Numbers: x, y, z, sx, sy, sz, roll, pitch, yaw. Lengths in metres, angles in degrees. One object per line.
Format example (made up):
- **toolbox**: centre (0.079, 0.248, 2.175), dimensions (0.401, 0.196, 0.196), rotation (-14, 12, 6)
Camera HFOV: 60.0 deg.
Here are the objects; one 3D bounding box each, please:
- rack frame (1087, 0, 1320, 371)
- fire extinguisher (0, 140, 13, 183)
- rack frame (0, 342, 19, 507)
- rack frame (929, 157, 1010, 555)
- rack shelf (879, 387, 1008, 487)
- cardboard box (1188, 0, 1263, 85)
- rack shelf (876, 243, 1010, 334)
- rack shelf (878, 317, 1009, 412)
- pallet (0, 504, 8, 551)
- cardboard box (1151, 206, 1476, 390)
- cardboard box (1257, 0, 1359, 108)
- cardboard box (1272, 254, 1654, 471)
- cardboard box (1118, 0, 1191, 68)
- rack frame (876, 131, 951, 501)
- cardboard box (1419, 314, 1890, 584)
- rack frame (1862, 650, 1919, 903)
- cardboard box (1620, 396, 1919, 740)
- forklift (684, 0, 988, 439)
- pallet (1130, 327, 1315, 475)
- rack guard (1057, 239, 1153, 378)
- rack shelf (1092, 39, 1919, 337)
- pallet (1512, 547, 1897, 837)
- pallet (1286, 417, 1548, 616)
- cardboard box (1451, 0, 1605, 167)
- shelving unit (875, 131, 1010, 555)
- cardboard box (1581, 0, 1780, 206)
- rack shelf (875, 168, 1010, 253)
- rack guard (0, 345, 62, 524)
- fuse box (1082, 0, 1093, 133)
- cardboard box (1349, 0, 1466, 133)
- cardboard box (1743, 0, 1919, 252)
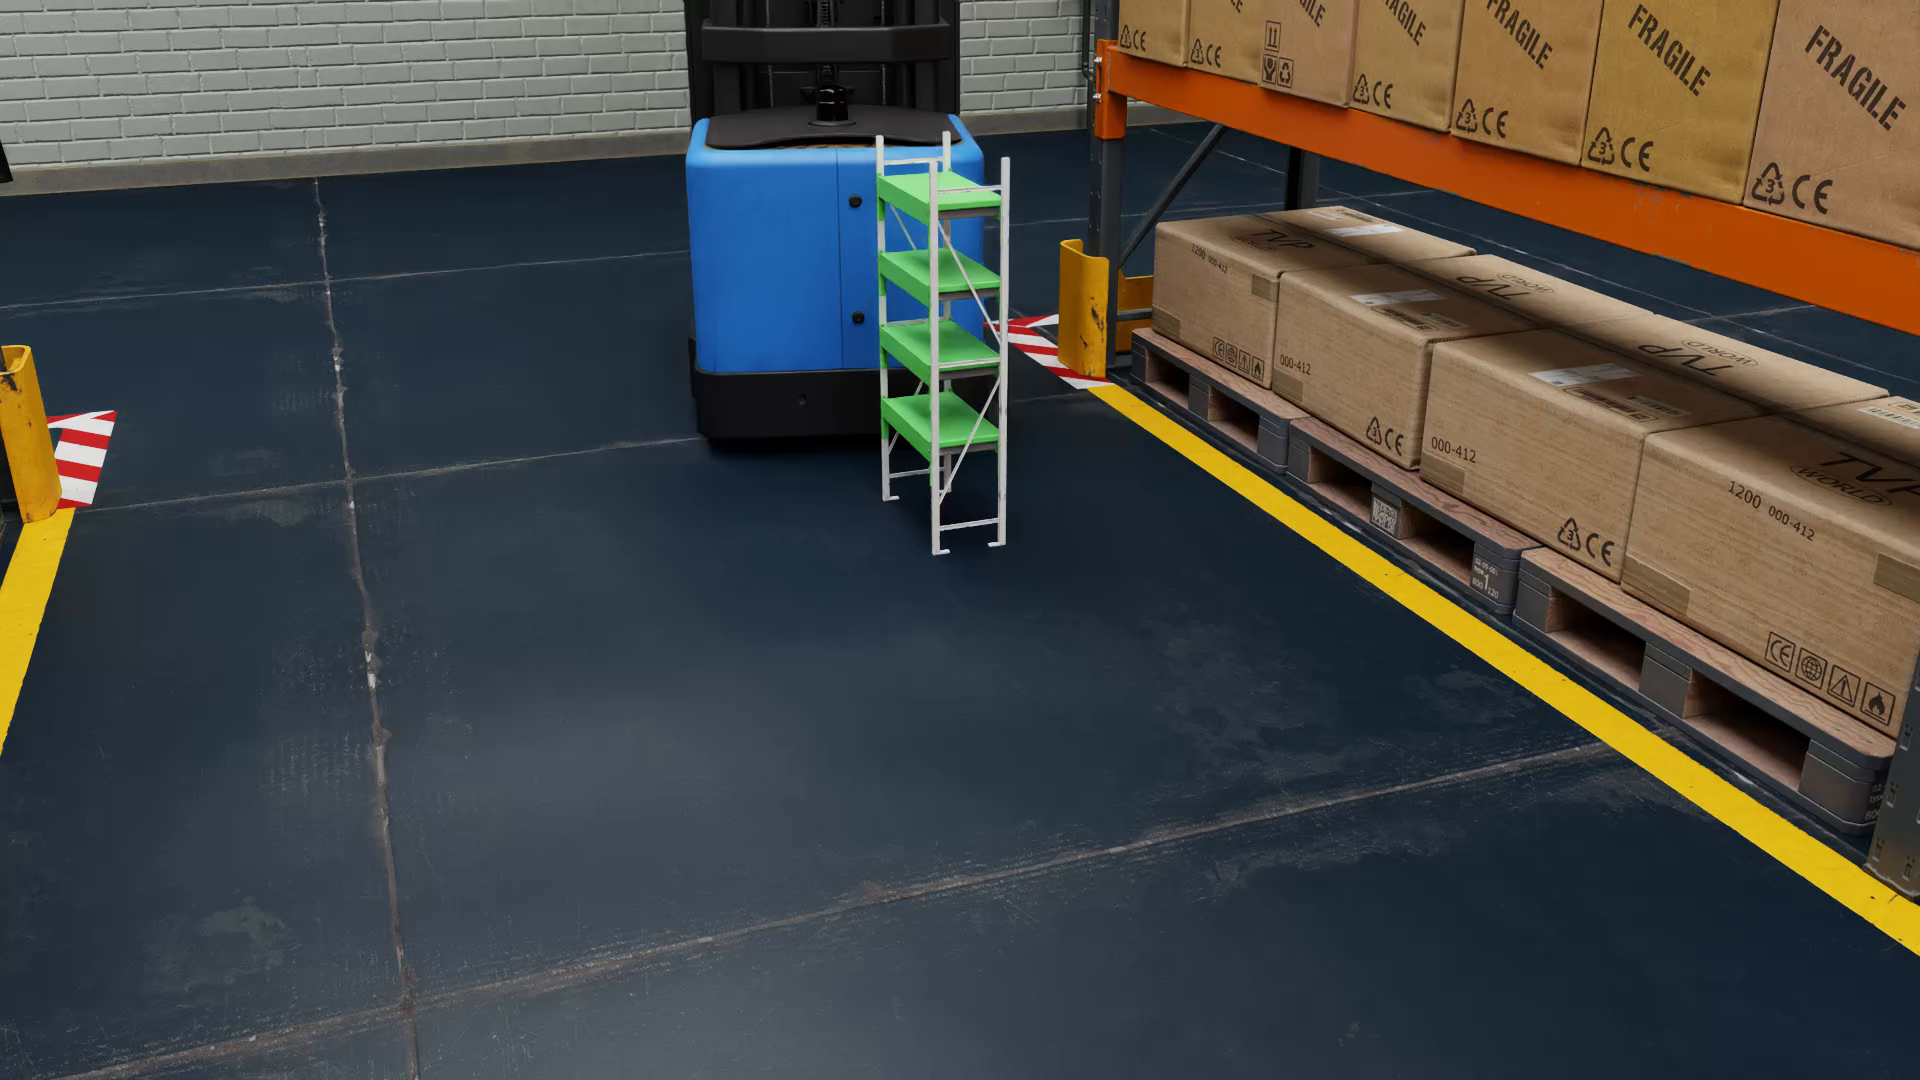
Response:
- **rack frame**: centre (1.012, -2.172, 6.542), dimensions (1.000, 3.000, 0.127), rotation (-8, 24, -19)
- **fire extinguisher**: centre (-3.241, -1.404, 5.299), dimensions (0.296, 0.674, 0.183), rotation (-8, 24, -19)
- **rack frame**: centre (-3.584, -1.457, 4.844), dimensions (1.000, 3.000, 0.127), rotation (-8, 24, -19)
- **rack frame**: centre (0.028, -0.524, 4.949), dimensions (0.240, 1.200, 0.015), rotation (-8, 24, -19)
- **rack shelf**: centre (-0.058, -0.333, 5.278), dimensions (0.258, 0.148, 0.480), rotation (-8, 24, -19)
- **cardboard box**: centre (1.117, -1.825, 5.589), dimensions (0.500, 0.500, 0.500), rotation (-9, 24, -20)
- **rack shelf**: centre (-0.058, -0.775, 5.091), dimensions (0.258, 0.148, 0.480), rotation (-8, 24, -19)
- **rack shelf**: centre (-0.058, -0.554, 5.184), dimensions (0.258, 0.148, 0.480), rotation (-8, 24, -19)
- **pallet**: centre (-3.303, 0.156, 4.608), dimensions (1.003, 0.211, 1.213), rotation (-8, 24, -19)
- **cardboard box**: centre (1.338, -0.959, 6.422), dimensions (0.875, 0.438, 0.875), rotation (-9, 25, -21)
- **cardboard box**: centre (1.280, -1.638, 5.144), dimensions (0.500, 0.500, 0.500), rotation (-8, 24, -19)
- **cardboard box**: centre (1.669, -0.628, 5.636), dimensions (0.875, 0.438, 0.875), rotation (-8, 24, -18)
- **cardboard box**: centre (0.913, -2.005, 6.016), dimensions (0.500, 0.500, 0.500), rotation (-9, 24, -19)
- **rack frame**: centre (-0.145, -0.702, 5.370), dimensions (0.240, 1.200, 0.015), rotation (-8, 24, -19)
- **cardboard box**: centre (1.986, -0.300, 4.858), dimensions (0.875, 0.438, 0.875), rotation (-9, 25, -21)
- **rack frame**: centre (2.425, -0.719, 3.094), dimensions (1.000, 3.000, 0.127), rotation (-8, 24, -19)
- **cardboard box**: centre (2.303, 0.025, 4.086), dimensions (0.875, 0.438, 0.875), rotation (-9, 24, -20)
- **forklift**: centre (-0.571, -2.246, 6.806), dimensions (1.130, 2.935, 3.031), rotation (-2, 23, -6)
- **pallet**: centre (1.367, -0.608, 6.420), dimensions (1.003, 0.211, 1.213), rotation (-8, 24, -19)
- **rack guard**: centre (1.003, -1.029, 7.049), dimensions (1.175, 0.500, 0.348), rotation (-8, 24, -19)
- **rack shelf**: centre (1.718, -1.114, 4.958), dimensions (1.077, 0.370, 4.000), rotation (-8, 24, -19)
- **pallet**: centre (2.229, 0.279, 4.317), dimensions (1.003, 0.211, 1.213), rotation (-8, 24, -19)
- **pallet**: centre (1.794, -0.165, 5.370), dimensions (1.003, 0.211, 1.213), rotation (-8, 24, -19)
- **cardboard box**: centre (1.643, -1.265, 4.262), dimensions (0.500, 0.500, 0.500), rotation (-9, 24, -20)
- **shelving unit**: centre (-0.058, -0.613, 5.160), dimensions (0.258, 1.200, 0.503), rotation (-8, 24, -19)
- **cardboard box**: centre (1.835, -1.085, 3.833), dimensions (0.500, 0.500, 0.500), rotation (-9, 24, -20)
- **rack shelf**: centre (-0.058, -0.996, 4.998), dimensions (0.258, 0.148, 0.480), rotation (-8, 24, -19)
- **rack guard**: centre (-3.557, -0.277, 5.264), dimensions (1.175, 0.500, 0.348), rotation (-8, 24, -19)
- **fuse box**: centre (1.015, -3.860, 12.204), dimensions (0.539, 1.711, 0.414), rotation (-8, 24, -19)
- **cardboard box**: centre (1.473, -1.458, 4.718), dimensions (0.500, 0.500, 0.500), rotation (-8, 24, -17)
- **cardboard box**: centre (2.022, -0.899, 3.391), dimensions (0.500, 0.500, 0.500), rotation (-8, 24, -19)
